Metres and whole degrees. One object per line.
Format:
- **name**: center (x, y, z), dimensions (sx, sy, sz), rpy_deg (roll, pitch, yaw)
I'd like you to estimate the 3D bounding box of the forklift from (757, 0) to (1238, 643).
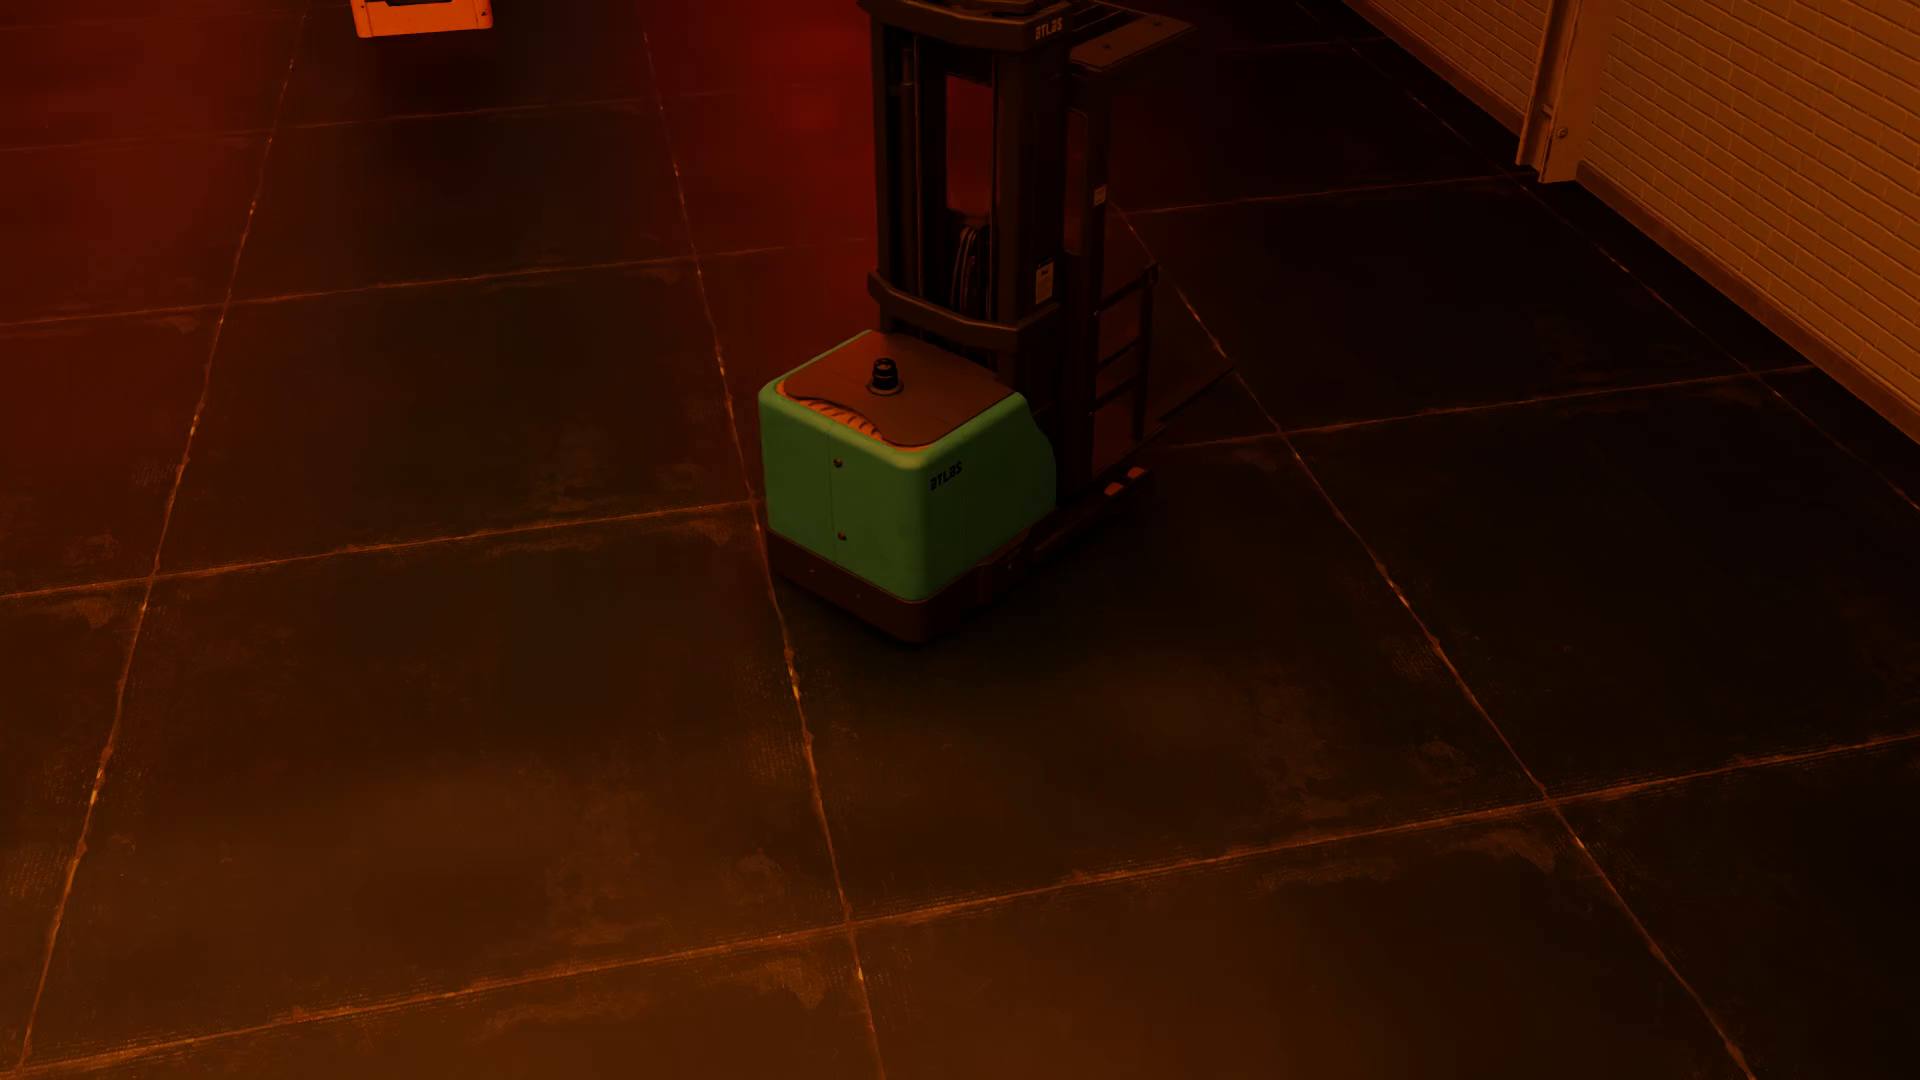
- **forklift**: center (0.376, -1.496, 8.130), dimensions (1.130, 2.935, 3.031), rpy_deg (26, 43, 32)
